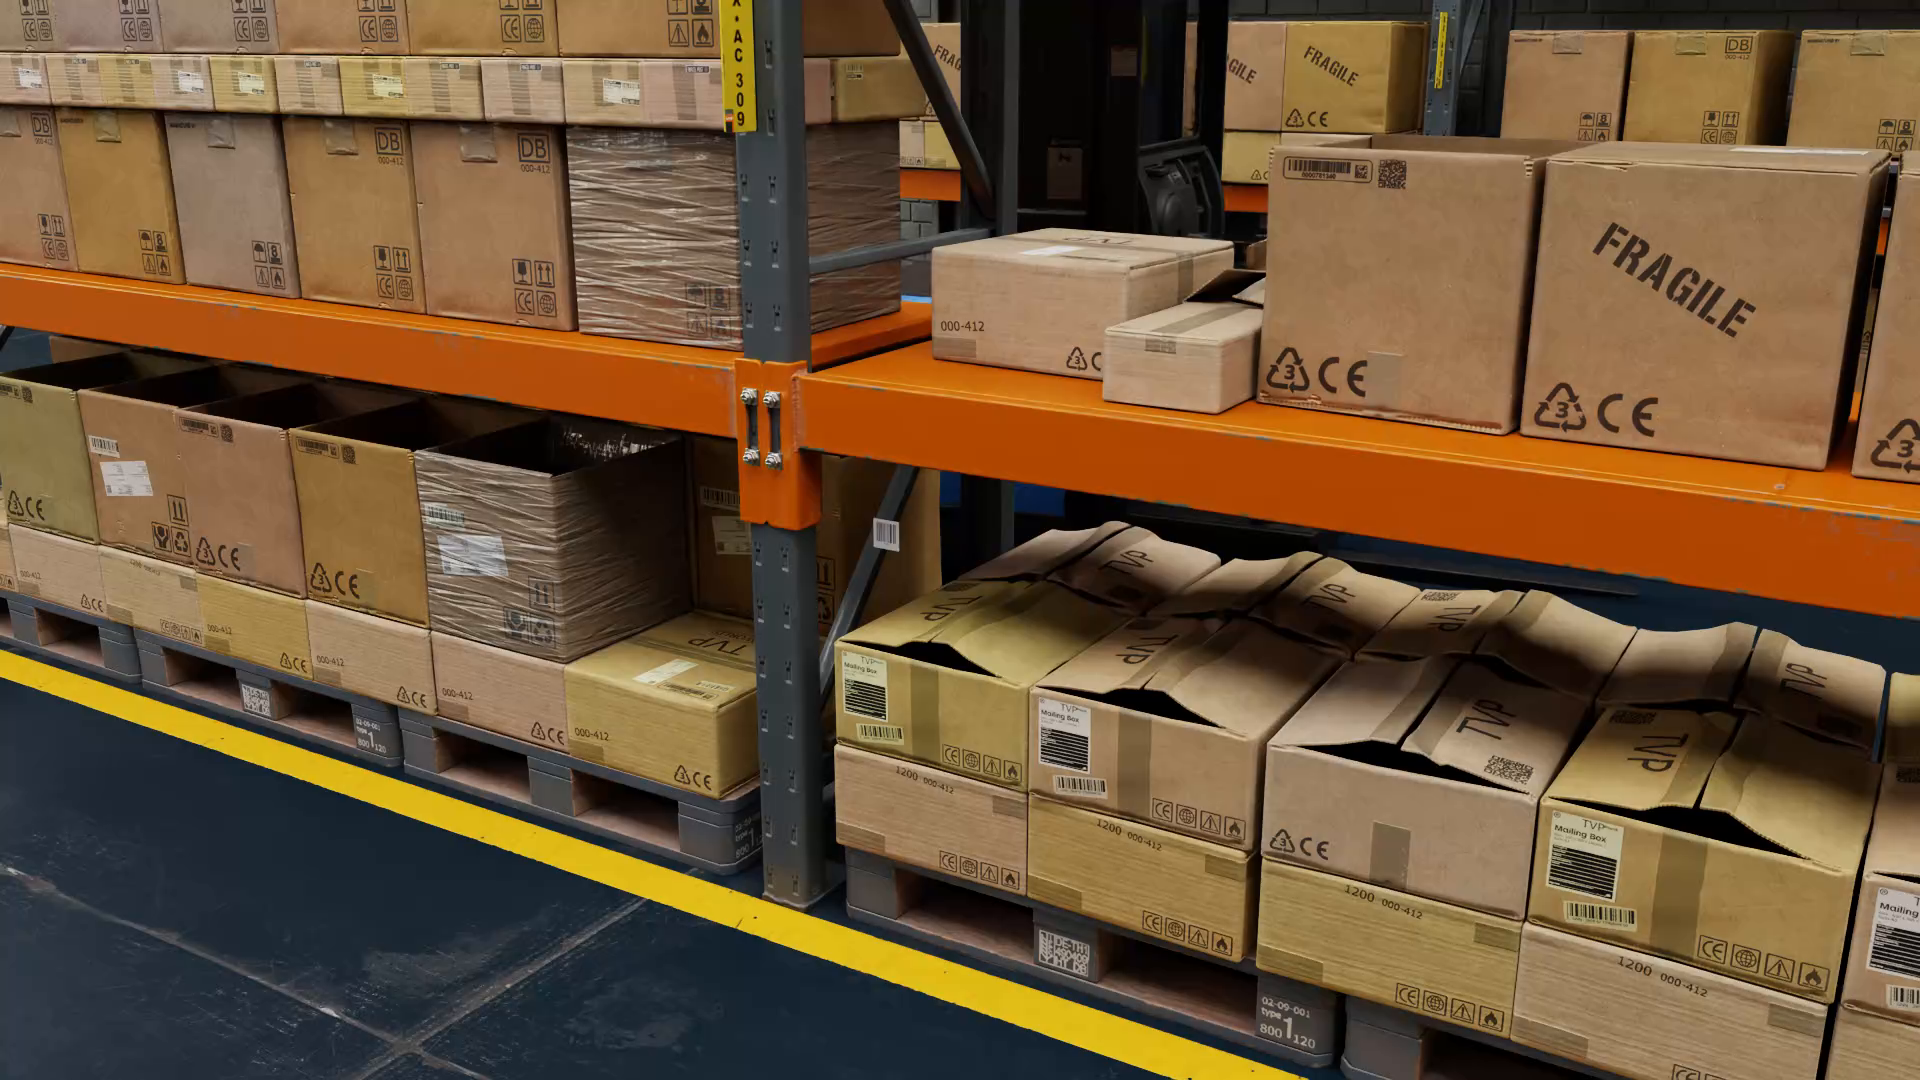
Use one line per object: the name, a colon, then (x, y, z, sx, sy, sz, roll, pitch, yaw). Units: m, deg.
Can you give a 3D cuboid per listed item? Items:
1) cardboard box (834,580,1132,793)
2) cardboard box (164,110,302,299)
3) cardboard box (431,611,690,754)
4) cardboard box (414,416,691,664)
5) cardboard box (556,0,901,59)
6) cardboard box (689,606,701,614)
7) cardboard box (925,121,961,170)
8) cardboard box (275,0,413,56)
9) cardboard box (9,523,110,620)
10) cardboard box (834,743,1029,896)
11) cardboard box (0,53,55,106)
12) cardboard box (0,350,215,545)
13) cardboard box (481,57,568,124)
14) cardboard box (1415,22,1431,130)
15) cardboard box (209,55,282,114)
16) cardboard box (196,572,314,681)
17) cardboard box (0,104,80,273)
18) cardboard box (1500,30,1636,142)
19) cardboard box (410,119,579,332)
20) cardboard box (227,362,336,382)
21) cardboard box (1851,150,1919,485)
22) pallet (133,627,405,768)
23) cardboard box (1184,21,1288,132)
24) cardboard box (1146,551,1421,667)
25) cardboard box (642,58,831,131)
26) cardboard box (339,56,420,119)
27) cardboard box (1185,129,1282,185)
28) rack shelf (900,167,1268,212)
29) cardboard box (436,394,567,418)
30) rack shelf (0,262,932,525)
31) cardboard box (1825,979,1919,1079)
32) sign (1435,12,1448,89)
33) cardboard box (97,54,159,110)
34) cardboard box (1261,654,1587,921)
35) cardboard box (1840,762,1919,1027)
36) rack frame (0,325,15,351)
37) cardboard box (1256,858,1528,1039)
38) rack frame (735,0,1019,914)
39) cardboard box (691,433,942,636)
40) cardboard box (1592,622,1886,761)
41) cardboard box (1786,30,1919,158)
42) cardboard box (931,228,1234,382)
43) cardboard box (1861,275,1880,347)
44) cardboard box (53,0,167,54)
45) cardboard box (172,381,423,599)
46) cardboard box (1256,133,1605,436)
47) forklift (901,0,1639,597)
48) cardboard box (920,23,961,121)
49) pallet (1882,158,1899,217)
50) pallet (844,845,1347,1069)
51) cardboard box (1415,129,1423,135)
cardboard box: (0.060, 0.291, 3.805, 0.500, 0.311, 0.500, 10, 20, 30)
cardboard box: (-1.858, -1.027, 4.930, 0.500, 0.500, 0.700, 11, 20, 32)
cardboard box: (-1.092, 0.340, 4.609, 0.500, 0.250, 0.500, 10, 20, 30)
cardboard box: (-1.091, -0.019, 4.502, 0.500, 0.500, 0.500, 10, 20, 30)
cardboard box: (-0.543, -1.414, 3.972, 0.500, 0.500, 0.700, 10, 20, 30)
cardboard box: (-0.821, 0.212, 5.031, 0.500, 0.250, 0.500, 10, 20, 30)
cardboard box: (0.150, -2.146, 9.009, 0.500, 0.250, 0.500, 10, 19, 29)
cardboard box: (-1.401, -1.567, 4.476, 0.500, 0.500, 0.700, 10, 20, 30)
cardboard box: (-2.801, 0.038, 5.603, 0.500, 0.250, 0.500, 10, 20, 30)
cardboard box: (0.052, 0.558, 3.893, 0.500, 0.250, 0.500, 10, 19, 29)
cardboard box: (-2.696, -1.417, 5.096, 0.250, 0.149, 0.380, 10, 19, 29)
cardboard box: (-2.802, -0.320, 5.492, 0.500, 0.500, 0.500, 10, 20, 30)
cardboard box: (-0.940, -1.104, 4.065, 0.250, 0.149, 0.380, 9, 19, 28)
cardboard box: (2.137, -2.327, 8.315, 0.500, 0.500, 0.500, 10, 19, 29)
cardboard box: (-1.814, -1.259, 4.579, 0.250, 0.149, 0.380, 11, 20, 32)
cardboard box: (-1.952, 0.192, 5.098, 0.500, 0.250, 0.500, 10, 20, 30)
cardboard box: (-2.729, -1.183, 5.443, 0.500, 0.500, 0.700, 11, 20, 31)
cardboard box: (2.844, -2.080, 7.638, 0.500, 0.500, 0.700, 10, 20, 30)
cardboard box: (-0.996, -0.872, 4.420, 0.500, 0.500, 0.700, 10, 20, 29)
cardboard box: (-2.098, -0.376, 5.676, 0.500, 0.500, 0.500, 10, 20, 30)
cardboard box: (1.809, -0.370, 2.768, 0.500, 0.500, 0.500, 9, 19, 27)
pallet: (-1.861, 0.338, 5.406, 1.213, 0.211, 1.003, 10, 20, 30)
cardboard box: (1.435, -2.274, 8.139, 0.500, 0.500, 0.500, 10, 20, 30)
cardboard box: (0.780, 0.235, 3.991, 0.500, 0.311, 0.500, 11, 20, 32)
cardboard box: (-0.505, -1.026, 3.811, 0.250, 0.149, 0.380, 10, 20, 30)
cardboard box: (-1.371, -1.182, 4.322, 0.250, 0.149, 0.380, 10, 20, 30)
cardboard box: (1.445, -1.920, 8.264, 0.500, 0.250, 0.500, 10, 20, 30)
rack shelf: (0.724, -1.867, 9.105, 4.000, 0.370, 1.077, 10, 20, 30)
cardboard box: (-1.245, -0.224, 5.176, 0.500, 0.500, 0.500, 10, 20, 30)
rack shelf: (-1.866, -0.640, 5.064, 4.000, 0.370, 1.077, 10, 20, 30)
cardboard box: (1.803, 0.869, 2.868, 0.500, 0.250, 0.500, 11, 20, 31)
sign: (2.150, -2.186, 7.427, 0.005, 0.325, 0.100, 10, 20, 30)
cardboard box: (-2.250, -1.338, 4.837, 0.250, 0.149, 0.380, 10, 19, 29)
cardboard box: (0.926, 0.447, 3.292, 0.500, 0.311, 0.500, 9, 19, 28)
cardboard box: (1.797, 0.601, 2.784, 0.500, 0.311, 0.500, 10, 20, 30)
rack frame: (-3.570, -1.288, 5.961, 0.127, 3.000, 1.000, 10, 20, 30)
cardboard box: (0.930, 0.714, 3.379, 0.500, 0.250, 0.500, 9, 19, 28)
rack frame: (-0.162, -0.680, 3.958, 0.127, 3.000, 1.000, 10, 20, 30)
cardboard box: (-0.393, -0.072, 4.675, 0.500, 0.500, 0.500, 10, 20, 30)
cardboard box: (1.631, 0.389, 3.484, 0.500, 0.311, 0.500, 10, 19, 29)
cardboard box: (3.893, -1.901, 7.048, 0.500, 0.500, 0.700, 13, 21, 38)
cardboard box: (0.281, -0.544, 3.769, 0.500, 0.250, 0.500, 12, 20, 33)
cardboard box: (3.886, -1.028, 7.359, 0.500, 0.250, 0.500, 9, 19, 28)
cardboard box: (-2.253, -1.719, 4.977, 0.500, 0.500, 0.700, 10, 20, 30)
cardboard box: (-1.953, -0.167, 4.988, 0.500, 0.500, 0.500, 10, 20, 30)
cardboard box: (0.933, -0.527, 3.282, 0.500, 0.500, 0.500, 12, 21, 34)
forklift: (0.999, -1.273, 6.030, 3.031, 2.935, 1.130, 7, 18, 23)
cardboard box: (0.122, -2.507, 8.908, 0.500, 0.500, 0.500, 9, 19, 28)
pallet: (4.128, -1.498, 6.982, 1.213, 0.211, 1.003, 10, 20, 30)
pallet: (0.487, 0.757, 4.026, 1.213, 0.211, 1.003, 10, 20, 30)
cardboard box: (2.139, -1.970, 8.428, 0.500, 0.250, 0.500, 10, 20, 31)
